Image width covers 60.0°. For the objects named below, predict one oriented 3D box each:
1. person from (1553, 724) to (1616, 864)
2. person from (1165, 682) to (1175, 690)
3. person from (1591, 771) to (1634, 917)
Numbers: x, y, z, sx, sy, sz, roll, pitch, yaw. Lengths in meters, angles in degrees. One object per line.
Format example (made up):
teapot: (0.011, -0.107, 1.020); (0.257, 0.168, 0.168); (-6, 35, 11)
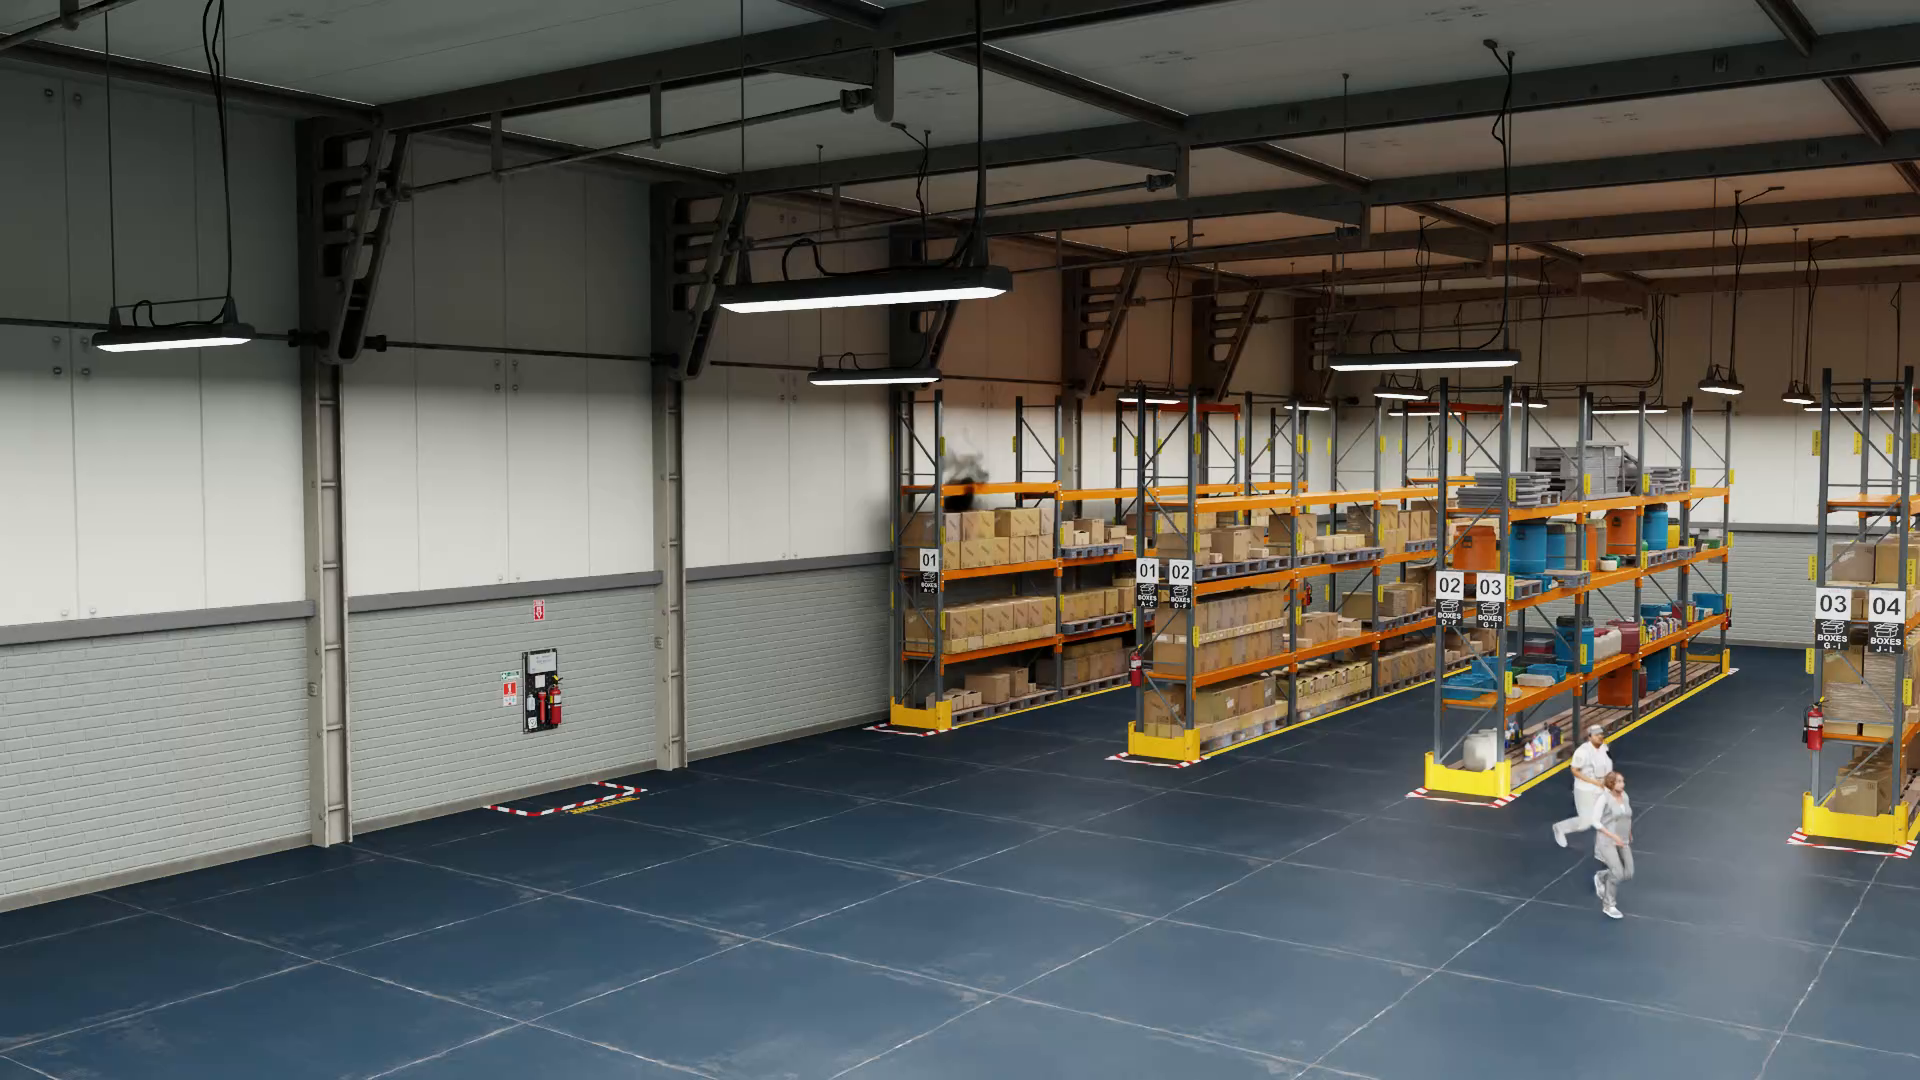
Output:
person: (7.656, 3.056, 20.209); (0.615, 1.668, 0.818); (-1, 4, -23)
person: (4.074, 2.410, 31.127); (0.651, 1.682, 0.591); (2, 4, 25)
person: (6.962, 3.237, 17.774); (0.574, 1.542, 0.567); (-2, 4, -25)
